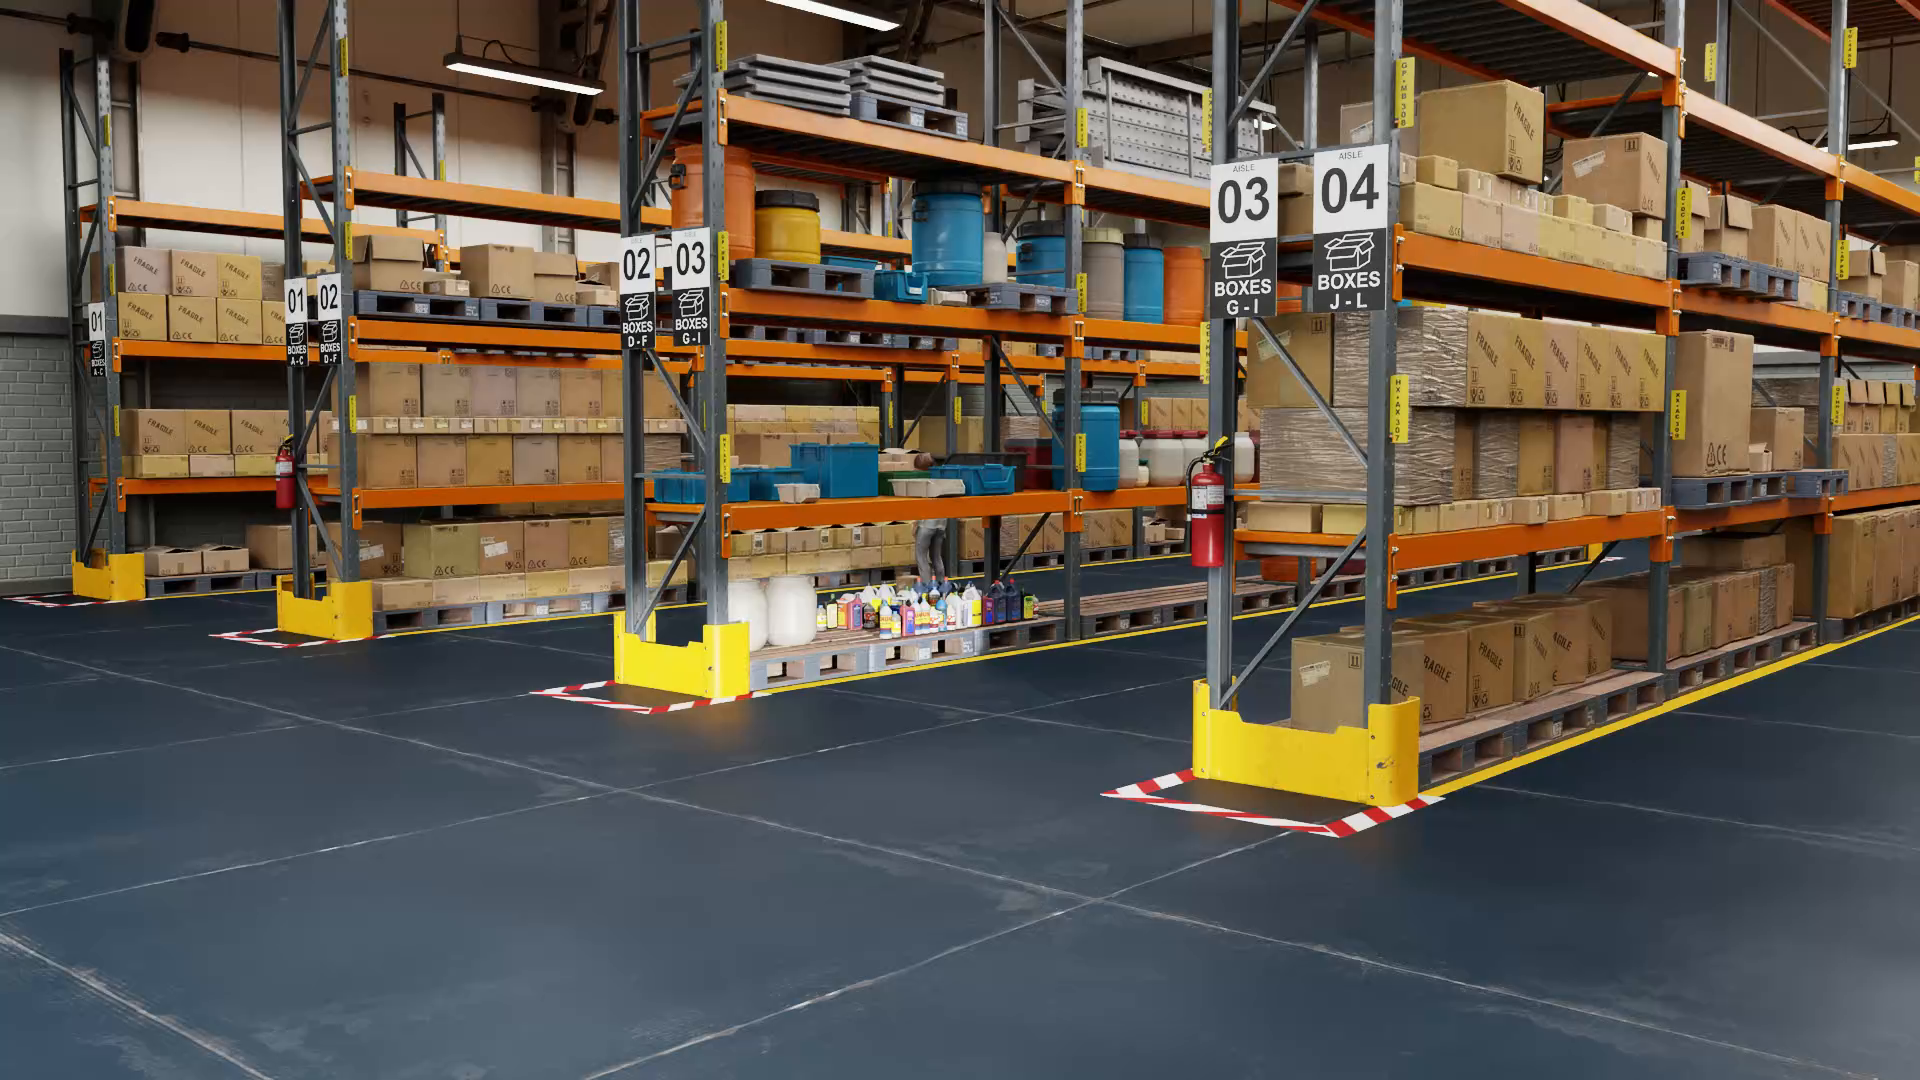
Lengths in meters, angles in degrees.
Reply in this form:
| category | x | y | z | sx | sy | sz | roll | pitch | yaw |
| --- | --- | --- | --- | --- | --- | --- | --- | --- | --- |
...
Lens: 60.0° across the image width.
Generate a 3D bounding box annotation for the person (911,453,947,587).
| category | x | y | z | sx | sy | sz | roll | pitch | yaw |
| --- | --- | --- | --- | --- | --- | --- | --- | --- | --- |
| person | -0.338 | -0.138 | 17.824 | 0.367 | 1.593 | 0.478 | 3 | 5 | 39 |
